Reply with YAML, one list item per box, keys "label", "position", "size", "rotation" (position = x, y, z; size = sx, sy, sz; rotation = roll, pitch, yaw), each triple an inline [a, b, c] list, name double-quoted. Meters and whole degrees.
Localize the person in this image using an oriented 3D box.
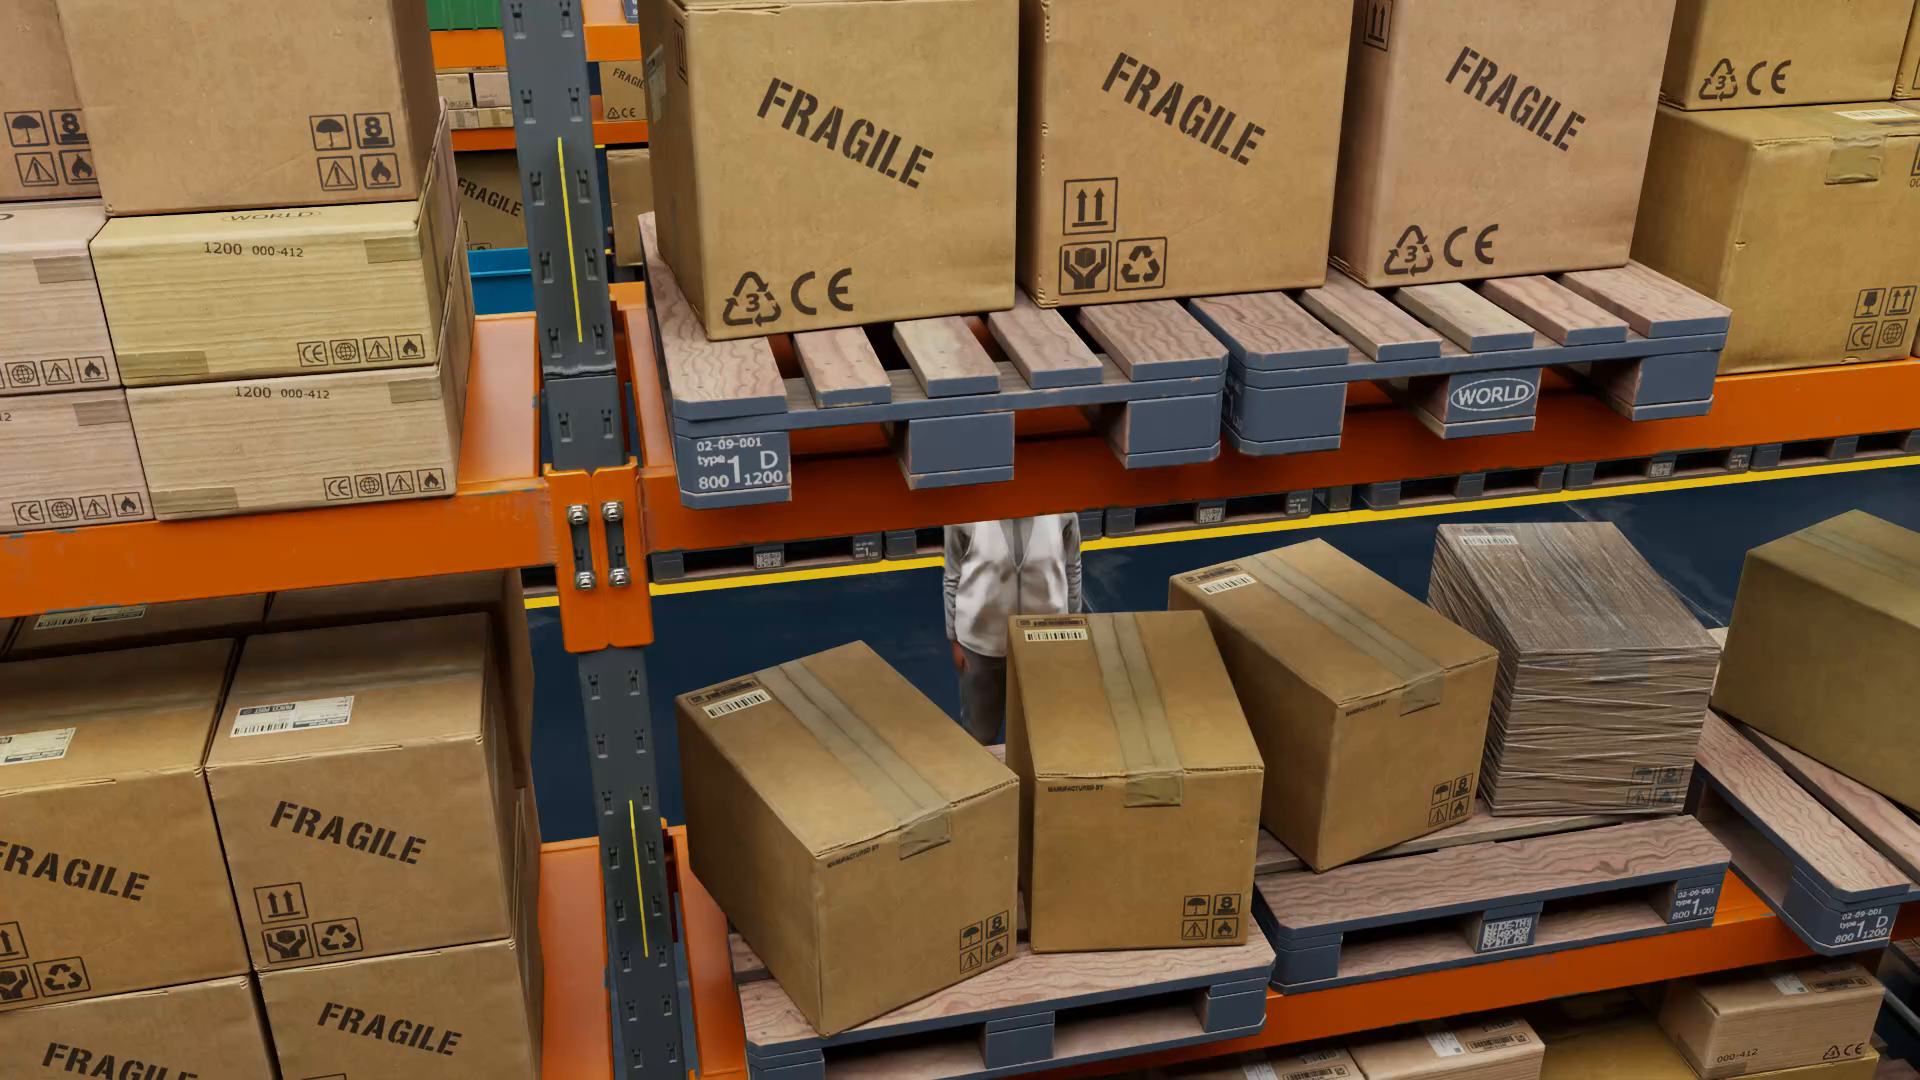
- label: "person"
  position: [0.207, 0.372, 6.349]
  size: [0.536, 1.780, 0.373]
  rotation: [-5, 27, -10]
